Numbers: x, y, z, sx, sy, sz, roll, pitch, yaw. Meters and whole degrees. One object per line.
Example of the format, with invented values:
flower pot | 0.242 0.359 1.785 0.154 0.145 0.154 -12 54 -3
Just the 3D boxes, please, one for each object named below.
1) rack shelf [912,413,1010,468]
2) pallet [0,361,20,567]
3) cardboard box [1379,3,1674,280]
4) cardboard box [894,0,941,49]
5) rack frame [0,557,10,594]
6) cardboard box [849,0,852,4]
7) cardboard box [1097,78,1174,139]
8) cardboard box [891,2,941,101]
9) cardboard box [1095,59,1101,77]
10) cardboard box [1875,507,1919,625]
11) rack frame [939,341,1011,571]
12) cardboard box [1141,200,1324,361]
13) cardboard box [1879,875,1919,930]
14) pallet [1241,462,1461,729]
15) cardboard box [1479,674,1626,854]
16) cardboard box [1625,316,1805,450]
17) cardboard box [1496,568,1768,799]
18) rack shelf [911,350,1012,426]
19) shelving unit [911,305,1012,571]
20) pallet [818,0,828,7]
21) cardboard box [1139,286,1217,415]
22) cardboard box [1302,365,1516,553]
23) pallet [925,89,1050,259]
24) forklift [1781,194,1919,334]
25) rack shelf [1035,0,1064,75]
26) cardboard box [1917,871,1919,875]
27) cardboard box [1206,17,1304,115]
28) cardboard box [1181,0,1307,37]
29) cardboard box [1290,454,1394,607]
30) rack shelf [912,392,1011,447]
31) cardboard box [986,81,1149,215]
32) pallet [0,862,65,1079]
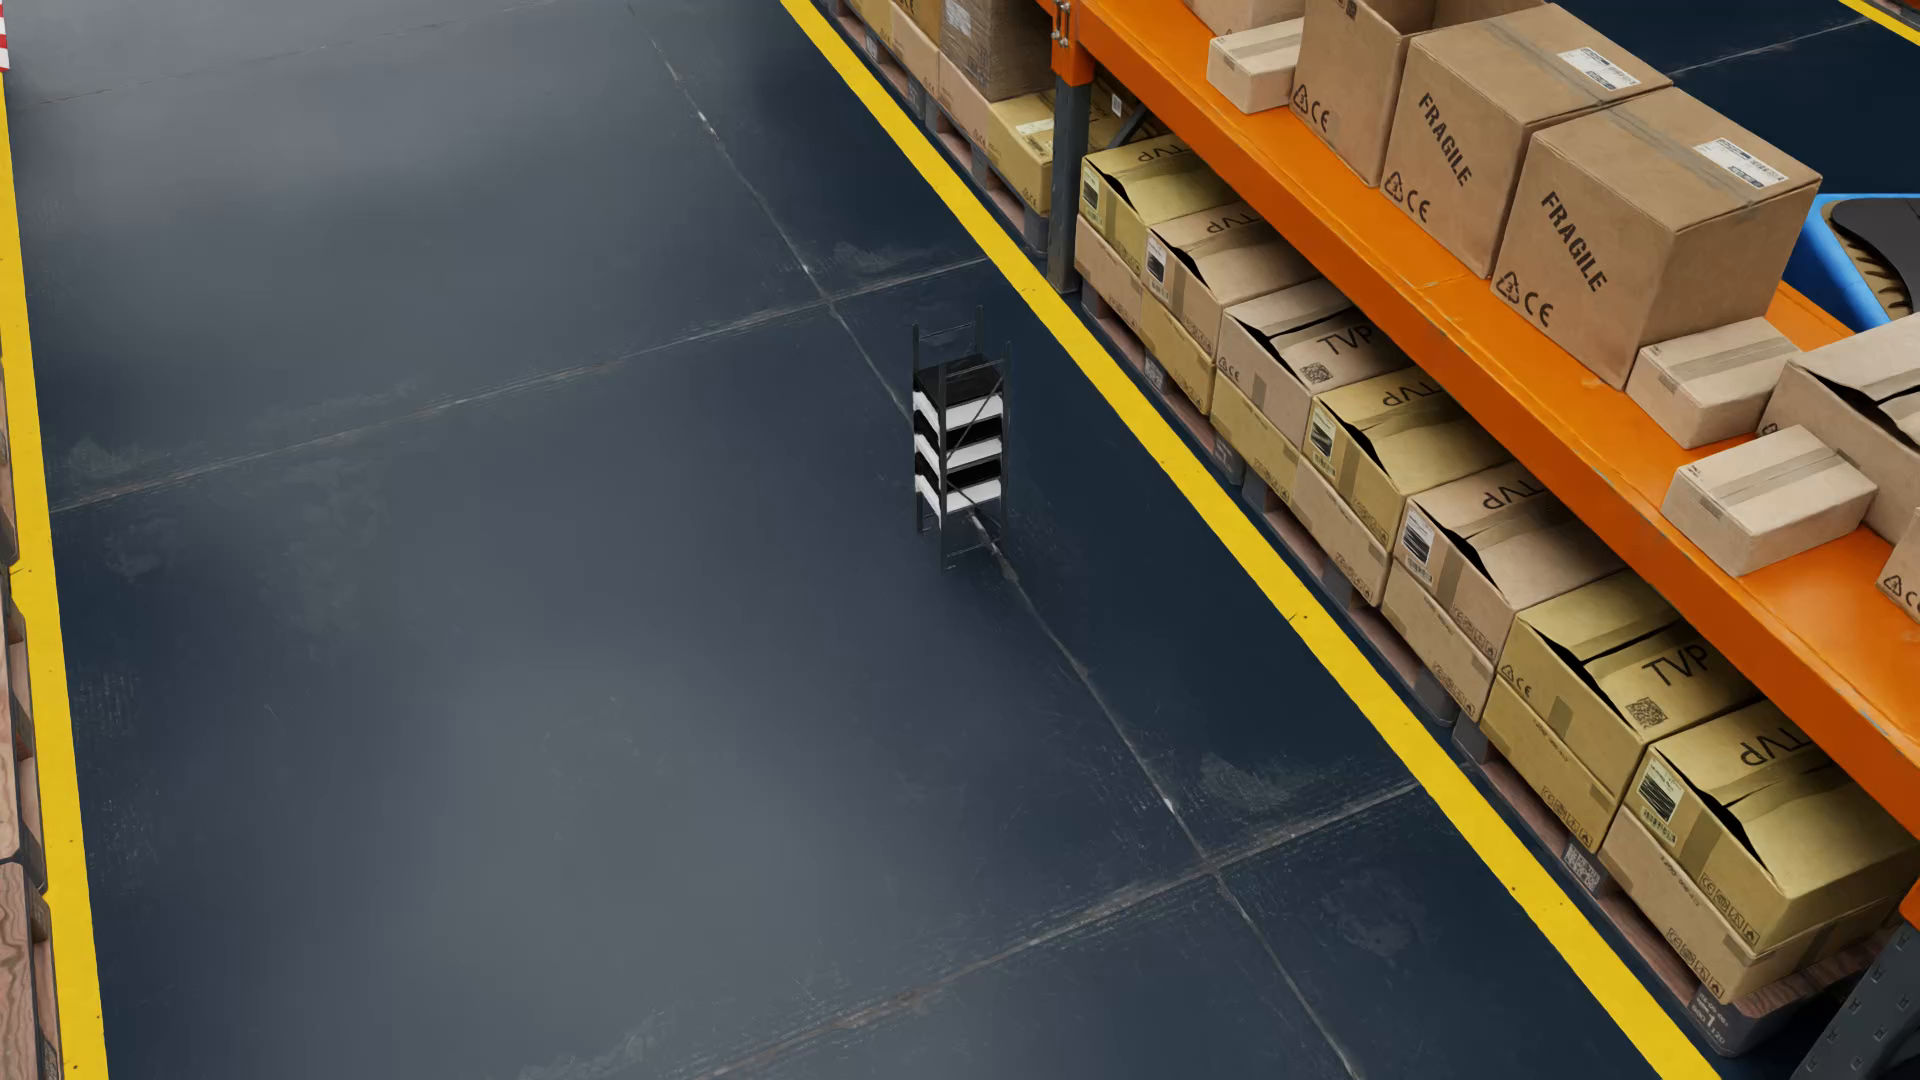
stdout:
rack shelf | 0.003 -0.355 5.389 0.258 0.077 0.200 -18 47 -17
pallet | -3.906 -0.229 5.832 1.003 0.211 1.213 -18 47 -17
cardboard box | 1.574 -1.128 4.686 0.500 0.500 0.500 -18 47 -17
cardboard box | 0.027 -2.550 7.323 0.500 0.500 0.500 -18 47 -17
rack frame | -3.662 -0.781 4.406 1.000 3.000 0.127 -18 47 -17
cardboard box | -0.401 -2.918 8.230 0.500 0.250 0.500 -18 47 -17
cardboard box | 0.914 -1.797 7.095 0.500 0.250 0.500 -18 47 -17
cardboard box | 0.016 -2.279 7.583 0.500 0.250 0.500 -18 47 -17
cardboard box | 0.706 -2.384 7.155 0.500 0.500 0.500 -18 47 -17
cardboard box | 2.403 0.094 3.582 0.500 0.311 0.500 -15 47 -15
rack frame | 0.046 -0.250 5.363 0.240 0.900 0.006 -18 47 -17
cardboard box | 0.988 -0.955 5.841 0.500 0.311 0.500 -19 48 -18
cardboard box | 2.562 0.716 4.547 0.500 0.250 0.500 -18 47 -18
pallet | 1.696 -0.013 5.612 1.003 0.211 1.213 -18 47 -17
cardboard box | 1.854 0.546 4.720 0.500 0.250 0.500 -19 48 -18
cardboard box | 1.929 -0.399 4.198 0.380 0.149 0.250 -15 47 -14
cardboard box | 1.848 0.347 4.522 0.500 0.311 0.500 -19 48 -18
rack shelf | 0.003 -0.484 5.262 0.258 0.077 0.200 -18 47 -17
shelving unit | 0.003 -0.315 5.429 0.258 0.900 0.210 -18 47 -17
pallet | -0.488 -3.323 8.968 1.003 0.211 1.213 -18 47 -17
cardboard box | 0.993 -0.756 6.039 0.500 0.250 0.500 -17 47 -16
cardboard box | 1.429 -0.296 5.173 0.500 0.311 0.500 -17 47 -16
pallet | 0.538 -1.768 7.392 1.003 0.211 1.213 -18 47 -17
forklift | 4.173 -1.066 4.744 3.031 2.935 1.130 0 45 0
rack shelf | -0.007 -3.260 7.431 1.077 0.370 4.000 -18 47 -17
cardboard box | 2.562 0.517 4.350 0.500 0.311 0.500 -17 47 -16
cardboard box | 1.021 -1.527 5.341 0.380 0.149 0.250 -18 47 -17
cardboard box | 1.081 -1.887 5.634 0.500 0.250 0.500 -15 47 -15
cardboard box | 1.426 -0.102 5.377 0.500 0.250 0.500 -17 47 -17
rack shelf | 0.003 -0.420 5.326 0.258 0.077 0.200 -18 47 -17
cardboard box | 0.441 -1.643 6.939 0.500 0.250 0.500 -18 47 -17
pallet | -2.779 1.479 4.101 1.003 0.211 1.213 -18 47 -17
